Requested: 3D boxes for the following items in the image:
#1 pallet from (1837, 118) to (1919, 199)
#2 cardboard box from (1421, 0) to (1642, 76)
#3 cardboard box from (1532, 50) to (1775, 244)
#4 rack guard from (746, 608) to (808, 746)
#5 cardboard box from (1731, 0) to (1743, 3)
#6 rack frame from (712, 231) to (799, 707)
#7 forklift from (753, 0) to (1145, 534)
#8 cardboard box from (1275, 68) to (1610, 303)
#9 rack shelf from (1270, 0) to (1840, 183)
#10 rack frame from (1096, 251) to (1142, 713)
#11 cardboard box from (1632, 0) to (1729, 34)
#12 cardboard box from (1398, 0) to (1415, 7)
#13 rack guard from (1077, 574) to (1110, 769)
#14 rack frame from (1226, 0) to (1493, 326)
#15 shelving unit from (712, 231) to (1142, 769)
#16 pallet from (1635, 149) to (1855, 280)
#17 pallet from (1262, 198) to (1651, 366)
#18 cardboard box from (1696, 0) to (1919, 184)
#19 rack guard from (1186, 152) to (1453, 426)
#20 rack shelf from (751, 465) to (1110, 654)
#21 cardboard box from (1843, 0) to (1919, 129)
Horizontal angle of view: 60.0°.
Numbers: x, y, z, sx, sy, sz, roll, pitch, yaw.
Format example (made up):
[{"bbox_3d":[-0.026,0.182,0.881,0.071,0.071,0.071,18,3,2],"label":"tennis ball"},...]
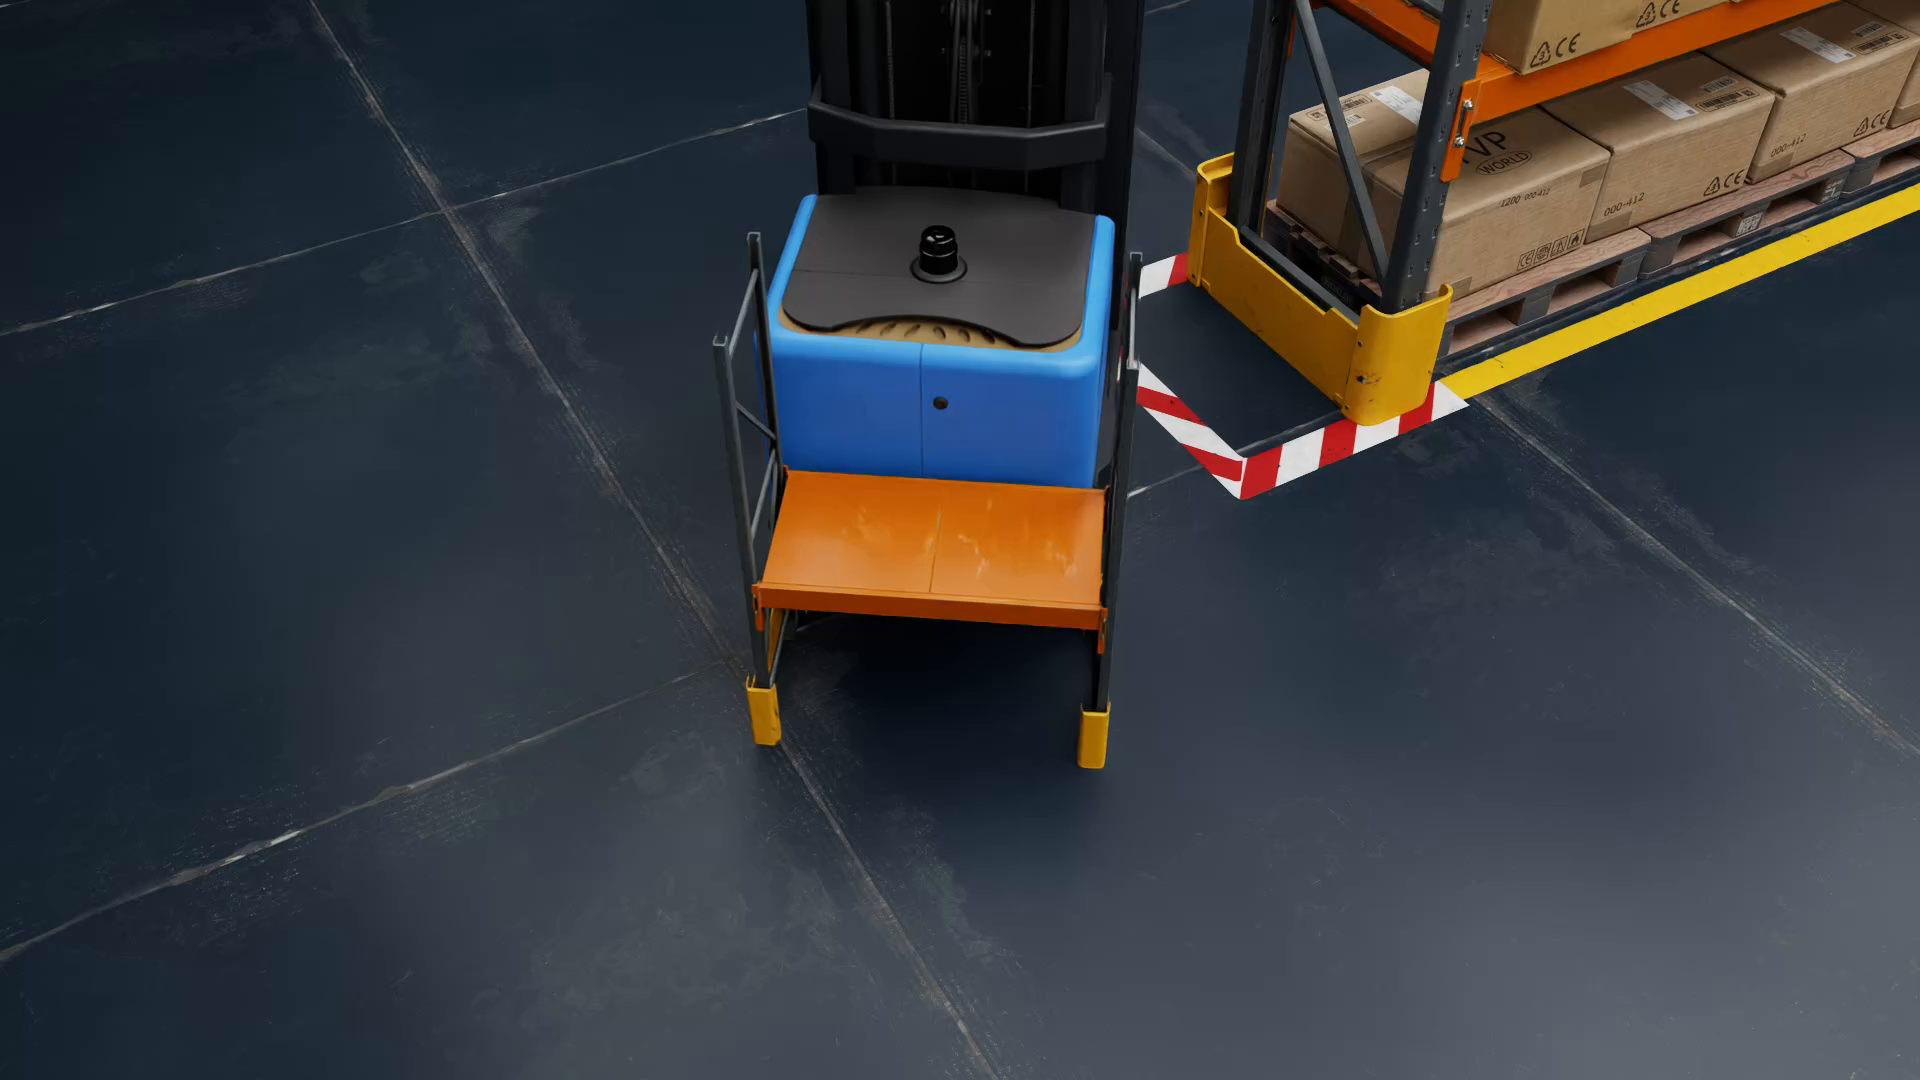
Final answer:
[{"bbox_3d":[4.140,-2.074,7.736,1.213,0.211,1.003,-22,48,-21],"label":"pallet"},{"bbox_3d":[1.929,-1.933,5.516,0.500,0.500,0.500,-22,48,-21],"label":"cardboard box"},{"bbox_3d":[2.682,-1.747,6.934,0.875,0.438,0.875,-21,48,-20],"label":"cardboard box"},{"bbox_3d":[-0.570,0.336,5.224,0.087,0.250,0.587,4,44,4],"label":"rack guard"},{"bbox_3d":[2.804,-2.290,5.884,0.500,0.500,0.500,-22,48,-21],"label":"cardboard box"},{"bbox_3d":[-0.571,-0.113,4.789,0.032,1.500,0.500,4,44,4],"label":"rack frame"},{"bbox_3d":[0.079,-1.848,5.550,1.130,2.935,3.031,5,44,5],"label":"forklift"},{"bbox_3d":[1.892,-1.424,6.602,0.875,0.438,0.875,-23,49,-22],"label":"cardboard box"},{"bbox_3d":[3.104,-2.339,6.523,4.000,0.370,1.077,-22,48,-21],"label":"rack shelf"},{"bbox_3d":[0.441,-0.047,4.722,0.032,1.500,0.500,4,44,4],"label":"rack frame"},{"bbox_3d":[2.354,-2.125,5.714,0.500,0.500,0.500,-22,48,-21],"label":"cardboard box"},{"bbox_3d":[1.656,-2.267,5.860,0.500,0.500,0.500,-22,48,-21],"label":"cardboard box"},{"bbox_3d":[0.422,0.400,5.159,0.087,0.250,0.587,4,44,4],"label":"rack guard"},{"bbox_3d":[1.370,-1.903,5.558,0.127,3.000,1.000,-22,48,-21],"label":"rack frame"},{"bbox_3d":[-0.074,-0.081,4.756,1.083,1.500,0.587,4,44,4],"label":"shelving unit"},{"bbox_3d":[3.081,-1.648,7.297,1.213,0.211,1.003,-22,48,-21],"label":"pallet"},{"bbox_3d":[2.024,-1.227,6.863,1.213,0.211,1.003,-22,48,-21],"label":"pallet"},{"bbox_3d":[3.464,-2.059,7.255,0.875,0.438,0.875,-23,49,-22],"label":"cardboard box"},{"bbox_3d":[1.349,-0.998,6.420,0.348,0.500,1.175,-22,48,-21],"label":"rack guard"},{"bbox_3d":[-0.065,0.049,4.881,1.000,0.185,0.538,4,44,4],"label":"rack shelf"},{"bbox_3d":[4.240,-2.369,7.576,0.875,0.438,0.875,-22,48,-21],"label":"cardboard box"}]
